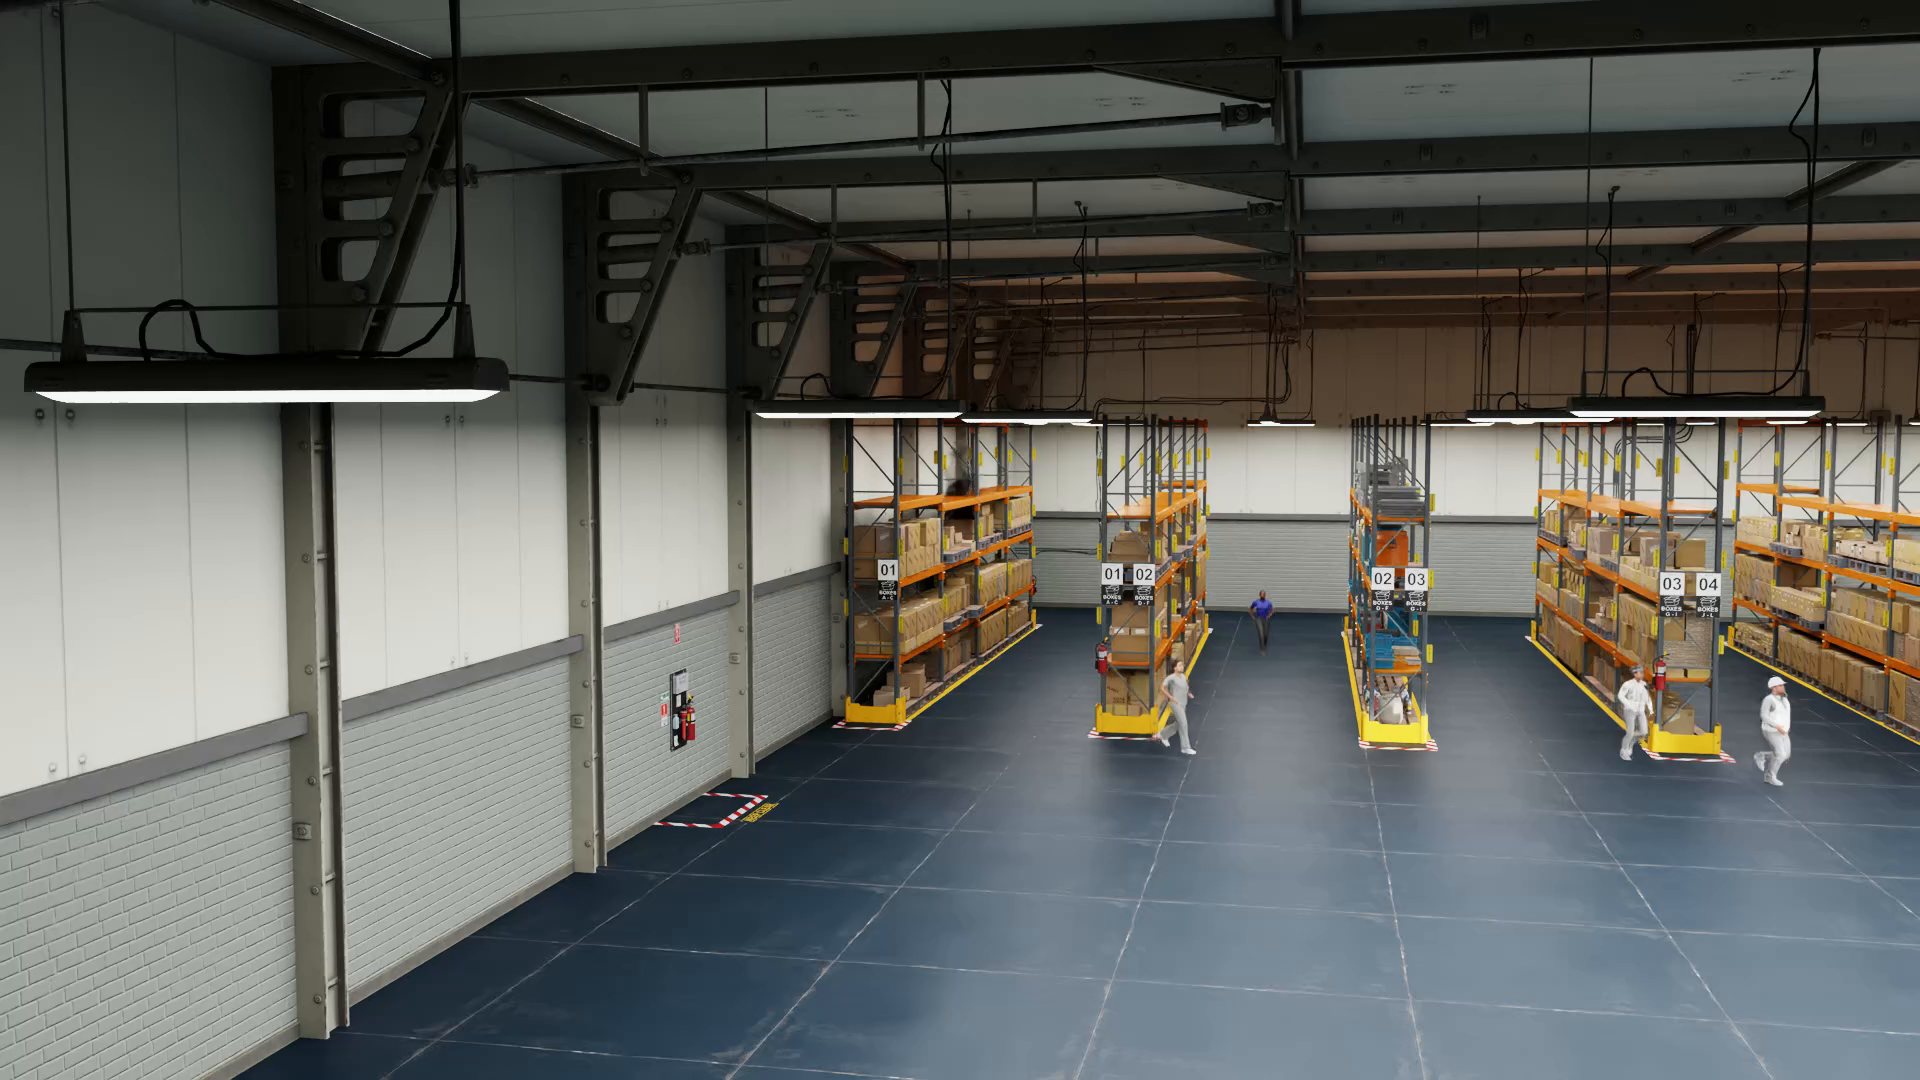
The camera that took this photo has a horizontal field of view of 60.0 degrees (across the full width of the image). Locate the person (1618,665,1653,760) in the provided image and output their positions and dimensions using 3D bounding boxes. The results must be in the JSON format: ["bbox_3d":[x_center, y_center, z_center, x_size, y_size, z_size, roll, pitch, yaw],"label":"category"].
[{"bbox_3d":[11.742,2.986,28.817,0.690,1.650,0.474,-1,4,-13],"label":"person"}]

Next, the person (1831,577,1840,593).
[{"bbox_3d":[23.479,1.871,44.667,1.001,1.783,0.719,1,4,10],"label":"person"}]

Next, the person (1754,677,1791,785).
[{"bbox_3d":[13.157,3.073,26.911,0.677,1.748,0.650,-2,5,-33],"label":"person"}]

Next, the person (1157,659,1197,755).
[{"bbox_3d":[3.812,2.918,29.345,0.871,1.655,0.579,4,5,44],"label":"person"}]

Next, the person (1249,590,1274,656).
[{"bbox_3d":[7.686,2.093,42.374,0.607,1.635,0.786,0,4,3],"label":"person"}]
